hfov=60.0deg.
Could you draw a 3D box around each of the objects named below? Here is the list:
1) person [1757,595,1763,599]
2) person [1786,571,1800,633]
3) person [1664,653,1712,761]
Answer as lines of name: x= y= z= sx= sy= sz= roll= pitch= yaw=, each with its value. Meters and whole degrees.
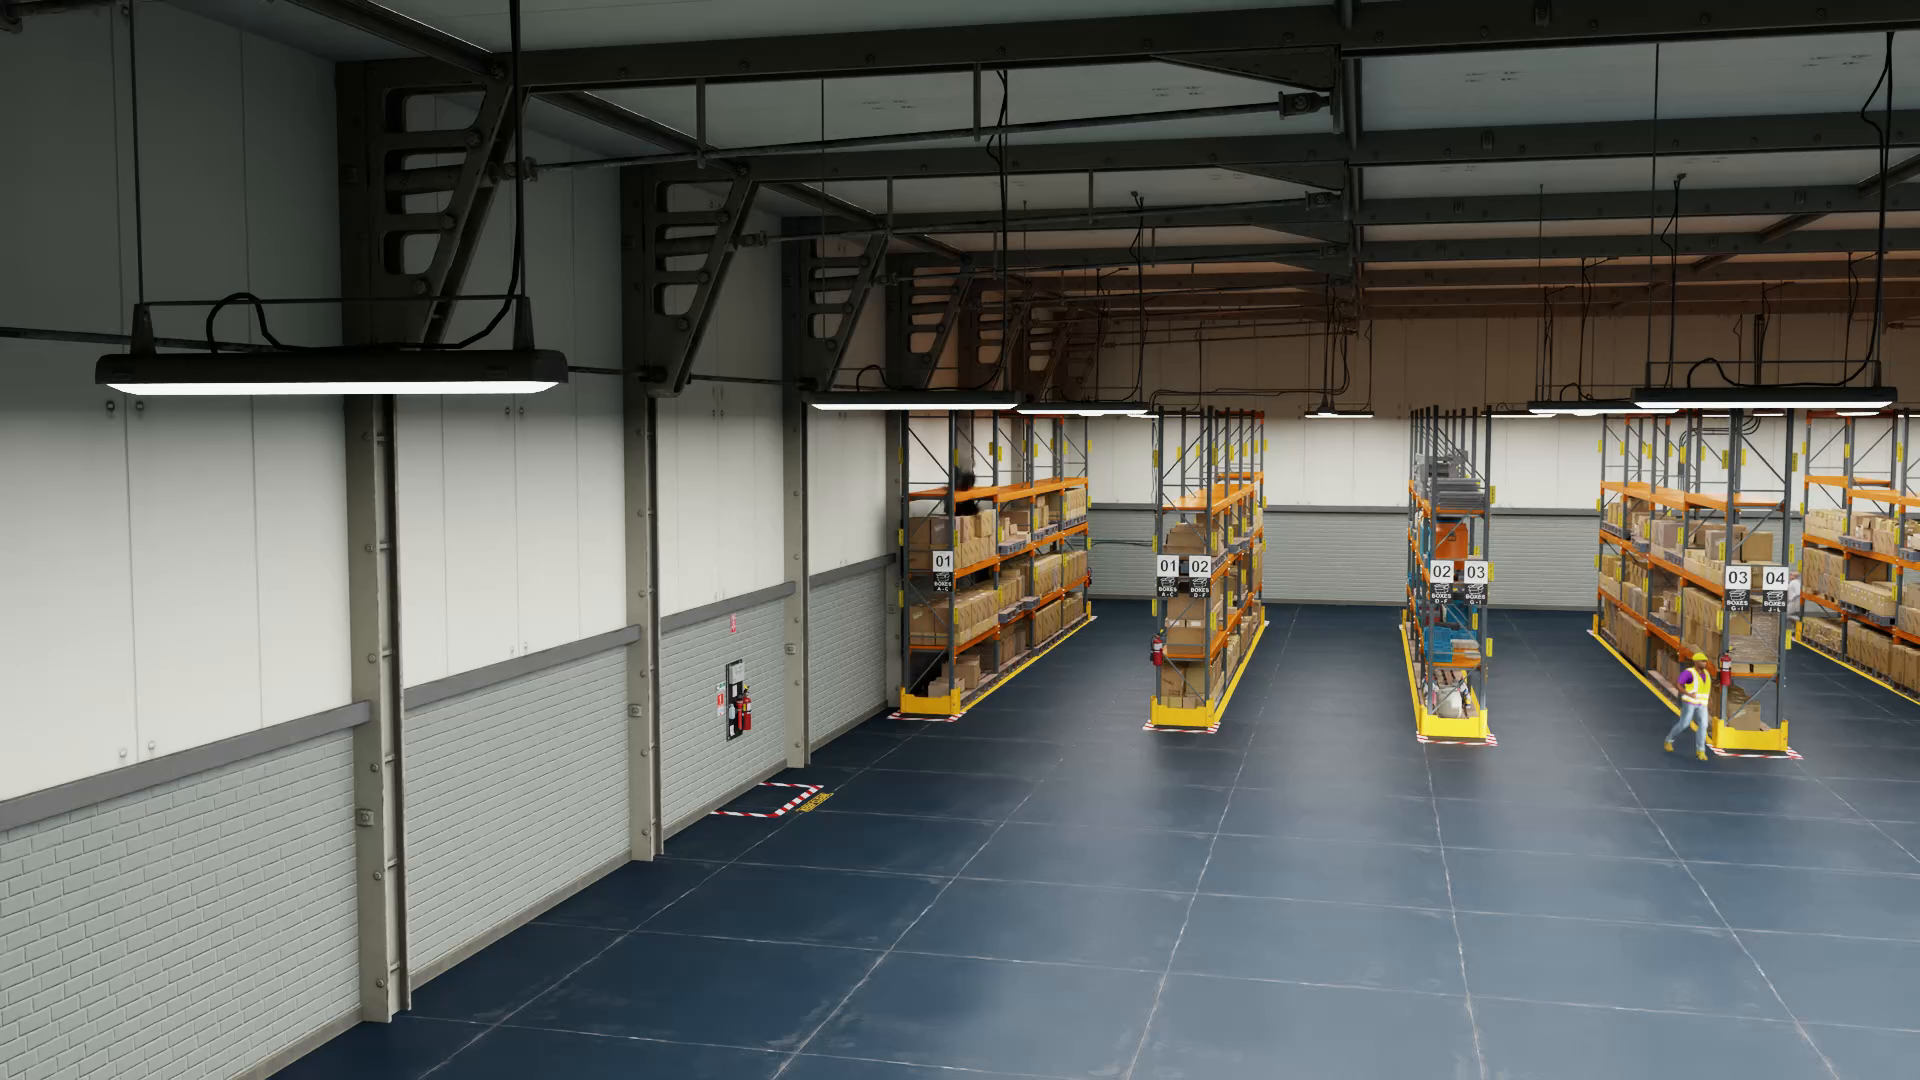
person: x=21.440 y=1.696 z=44.287 sx=0.555 sy=1.702 sz=0.711 roll=-2 pitch=4 yaw=-21
person: x=22.381 y=1.675 z=44.641 sx=0.603 sy=1.705 sz=0.761 roll=2 pitch=4 yaw=24
person: x=12.560 y=2.807 z=28.352 sx=0.757 sy=1.763 sz=0.923 roll=-1 pitch=4 yaw=-12
